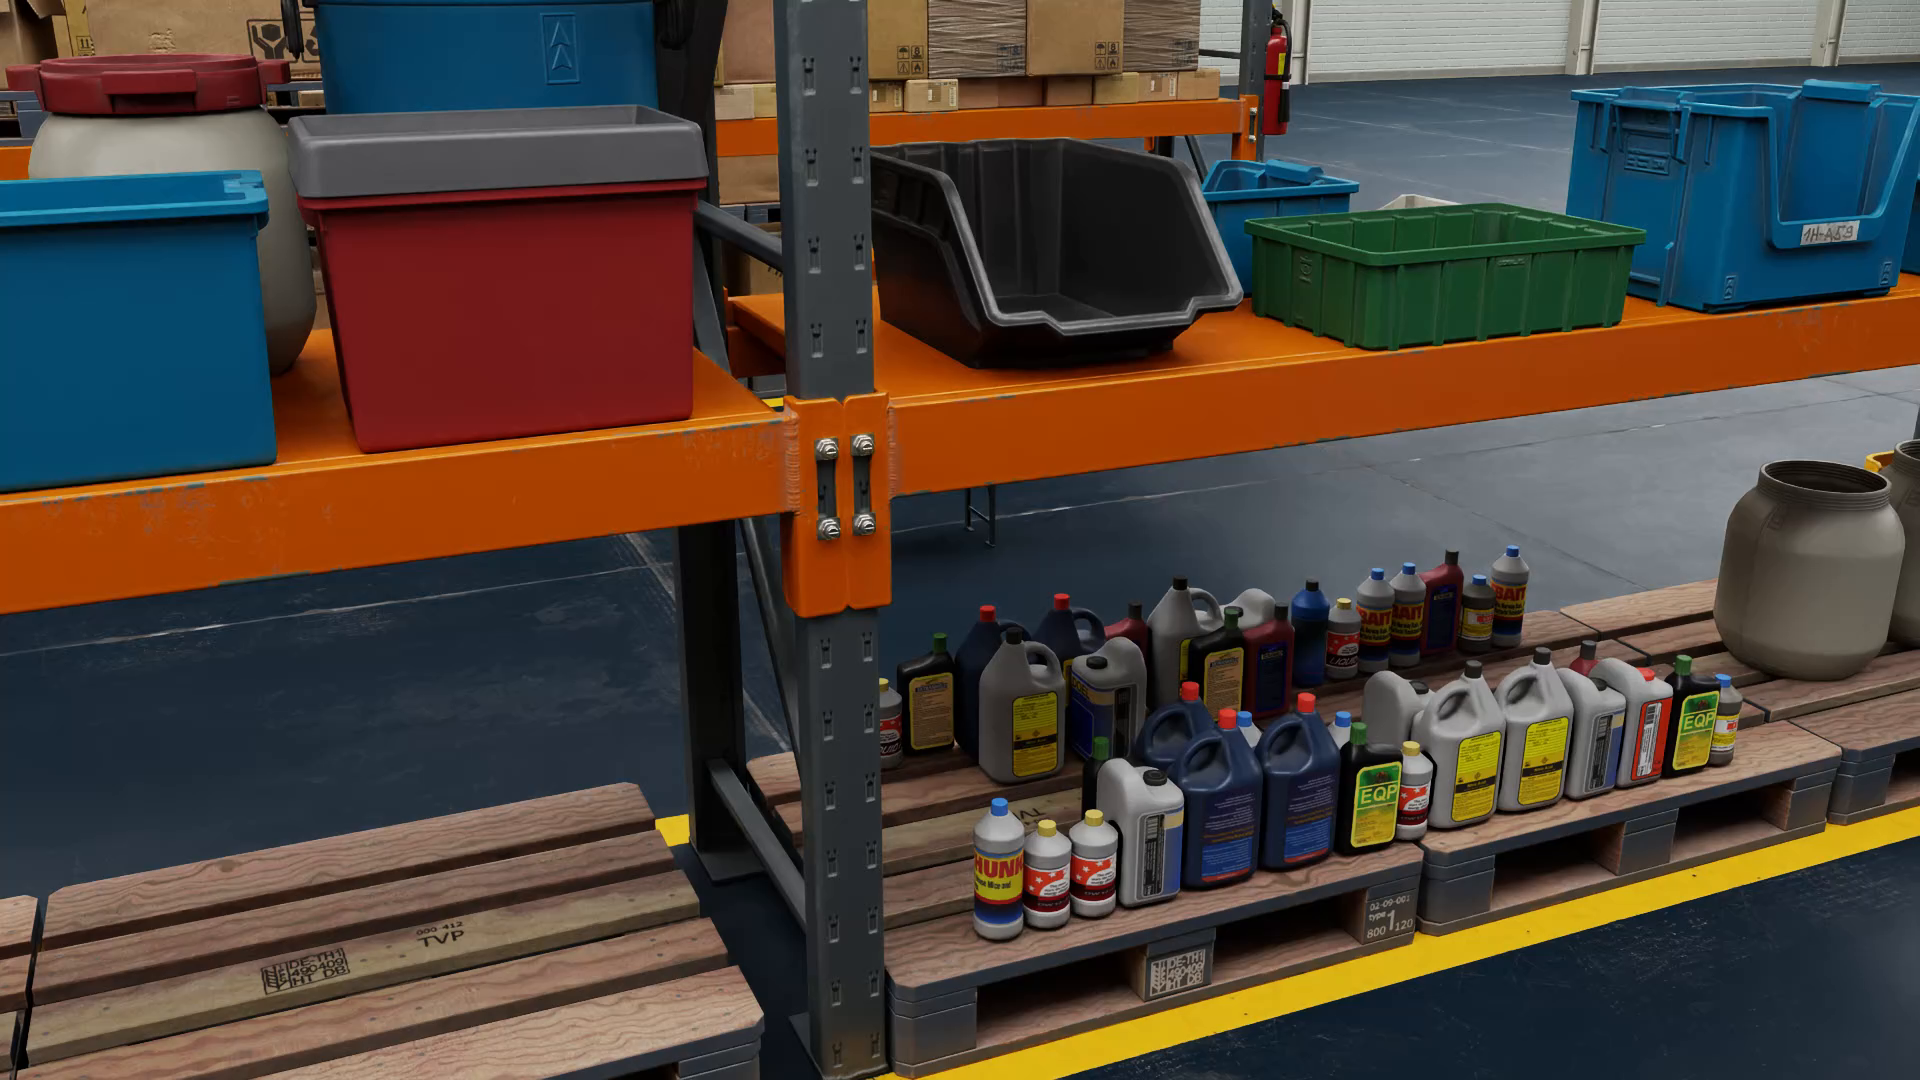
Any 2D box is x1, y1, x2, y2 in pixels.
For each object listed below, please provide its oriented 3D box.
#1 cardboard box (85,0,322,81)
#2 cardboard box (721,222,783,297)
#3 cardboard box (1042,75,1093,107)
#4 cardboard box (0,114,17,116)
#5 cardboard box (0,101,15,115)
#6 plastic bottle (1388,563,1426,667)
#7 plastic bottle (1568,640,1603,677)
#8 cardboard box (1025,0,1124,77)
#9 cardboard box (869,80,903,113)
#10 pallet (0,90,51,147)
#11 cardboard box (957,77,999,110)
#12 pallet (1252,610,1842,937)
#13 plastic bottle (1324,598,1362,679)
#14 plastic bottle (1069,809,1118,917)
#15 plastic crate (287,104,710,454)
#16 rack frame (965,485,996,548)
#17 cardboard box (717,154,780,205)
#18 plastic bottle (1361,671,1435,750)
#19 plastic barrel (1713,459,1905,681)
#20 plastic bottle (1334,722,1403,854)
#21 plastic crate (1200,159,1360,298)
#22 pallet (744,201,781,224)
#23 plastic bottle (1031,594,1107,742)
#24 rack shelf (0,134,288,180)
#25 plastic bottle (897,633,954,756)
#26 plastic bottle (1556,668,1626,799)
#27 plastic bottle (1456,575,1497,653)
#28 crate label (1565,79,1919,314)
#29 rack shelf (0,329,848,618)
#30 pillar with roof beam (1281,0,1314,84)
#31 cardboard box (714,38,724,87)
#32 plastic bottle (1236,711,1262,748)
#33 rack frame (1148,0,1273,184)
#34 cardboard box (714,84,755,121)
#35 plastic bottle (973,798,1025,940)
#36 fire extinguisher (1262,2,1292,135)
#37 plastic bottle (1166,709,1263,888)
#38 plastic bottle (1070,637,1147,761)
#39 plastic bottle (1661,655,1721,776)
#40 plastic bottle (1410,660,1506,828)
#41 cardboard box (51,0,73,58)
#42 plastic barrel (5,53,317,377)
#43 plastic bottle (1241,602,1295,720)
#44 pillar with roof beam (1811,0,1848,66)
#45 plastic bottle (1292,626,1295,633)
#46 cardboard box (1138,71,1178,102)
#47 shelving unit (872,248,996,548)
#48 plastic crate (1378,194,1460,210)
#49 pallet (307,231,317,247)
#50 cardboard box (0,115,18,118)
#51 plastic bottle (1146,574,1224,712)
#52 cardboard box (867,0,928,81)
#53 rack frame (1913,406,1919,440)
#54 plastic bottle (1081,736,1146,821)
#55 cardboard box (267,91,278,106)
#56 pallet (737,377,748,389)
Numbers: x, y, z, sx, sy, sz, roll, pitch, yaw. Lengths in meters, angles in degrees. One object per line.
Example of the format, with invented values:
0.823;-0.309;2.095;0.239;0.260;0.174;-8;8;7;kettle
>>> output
-3.139;-2.479;7.010;1.000;1.000;1.000;-8;21;-22;cardboard box
-0.909;-1.302;8.336;0.500;0.500;0.500;-10;22;-27;cardboard box
0.465;-2.258;8.295;0.250;0.149;0.380;-8;21;-22;cardboard box
-8.755;-3.685;15.296;0.625;0.372;0.950;-9;21;-23;cardboard box
-11.343;-5.225;19.287;0.625;0.625;0.875;-7;21;-20;cardboard box
1.178;0.192;4.405;0.097;0.271;0.097;0;19;0;plastic bottle
1.483;0.366;3.894;0.133;0.283;0.061;-8;21;-22;plastic bottle
0.392;-2.607;8.311;0.500;0.500;0.875;-8;21;-22;cardboard box
-0.454;-2.126;7.922;0.250;0.149;0.380;-8;21;-22;cardboard box
-4.225;-1.716;6.668;1.213;0.211;1.003;-8;21;-22;pallet
-0.002;-2.198;8.125;0.250;0.149;0.380;-8;21;-22;cardboard box
1.363;0.529;4.203;1.213;0.211;1.003;-8;21;-22;pallet
0.995;0.252;4.342;0.097;0.201;0.097;0;19;0;plastic bottle
0.261;0.628;3.273;0.097;0.201;0.097;0;19;0;plastic bottle
-0.715;-0.422;2.609;0.583;0.464;0.402;-8;21;-22;plastic crate
0.072;-0.576;5.852;0.015;1.200;0.240;-8;21;-22;rack frame
-1.956;-3.082;12.825;0.875;0.875;0.875;-9;21;-23;cardboard box
0.996;0.426;3.735;0.135;0.276;0.152;-8;21;-22;plastic bottle
2.247;0.076;4.404;0.421;0.512;0.421;0;19;0;plastic barrel
0.855;0.511;3.482;0.133;0.283;0.061;-7;21;-20;plastic bottle
0.517;-0.708;3.739;0.616;0.251;0.499;-8;21;-22;plastic crate
-1.256;-2.667;13.280;1.213;0.211;1.003;-8;21;-22;pallet
0.262;0.295;3.994;0.185;0.351;0.144;-9;21;-25;plastic bottle
-4.190;-1.457;6.728;4.000;0.370;1.077;-8;21;-22;rack shelf
-0.081;0.361;3.909;0.133;0.283;0.061;-7;21;-19;plastic bottle
1.399;0.420;3.751;0.135;0.276;0.152;-9;21;-23;plastic bottle
1.398;0.194;4.506;0.097;0.201;0.097;0;19;0;plastic bottle
1.698;-0.768;3.632;0.616;0.435;0.502;-8;21;-22;crate label
-2.228;0.053;2.438;4.000;0.370;1.077;-8;21;-22;rack shelf
7.152;-10.400;22.009;0.400;9.000;9.100;-8;21;-22;pillar with roof beam
-1.443;-2.343;7.560;0.500;0.500;0.875;-8;21;-22;cardboard box
0.599;0.495;3.547;0.097;0.271;0.097;0;19;0;plastic bottle
1.319;-2.586;8.850;0.127;3.000;1.000;-8;21;-22;rack frame
-1.112;-2.004;7.576;0.250;0.149;0.380;-8;21;-22;cardboard box
0.074;0.622;3.185;0.097;0.271;0.097;0;19;0;plastic bottle
1.607;-2.424;8.506;0.183;0.674;0.296;-8;21;-22;fire extinguisher
0.514;0.513;3.375;0.185;0.351;0.144;-8;21;-20;plastic bottle
0.343;0.372;3.888;0.135;0.276;0.152;-8;21;-22;plastic bottle
1.668;0.394;3.813;0.133;0.283;0.061;-8;21;-21;plastic bottle
1.077;0.432;3.604;0.185;0.351;0.144;-8;21;-22;plastic bottle
-5.992;-3.282;10.676;0.500;0.500;0.500;-8;21;-22;cardboard box
-1.357;-0.554;2.876;0.433;0.535;0.433;0;19;0;plastic barrel
0.752;0.296;4.092;0.133;0.283;0.061;-8;21;-22;plastic bottle
18.170;-11.979;26.493;0.400;9.000;9.100;-8;21;-22;pillar with roof beam
0.807;0.279;4.265;0.097;0.201;0.097;0;19;0;plastic bottle
0.909;-2.334;8.513;0.250;0.149;0.380;-8;21;-22;cardboard box
-0.152;-0.544;5.761;0.503;1.200;0.258;-8;21;-22;shelving unit
0.999;-0.716;3.935;0.437;0.136;0.530;-8;21;-22;plastic crate
-4.904;-2.146;11.798;1.213;0.211;1.003;-8;21;-22;pallet
-6.502;-2.365;10.977;0.750;0.750;1.050;-8;21;-21;cardboard box
0.558;0.252;4.115;0.185;0.351;0.144;-8;21;-22;plastic bottle
-0.548;-2.492;7.985;0.500;0.500;0.875;-8;21;-22;cardboard box
3.281;-1.076;4.560;0.127;3.000;1.000;-8;21;-22;rack frame
0.318;0.533;3.420;0.133;0.283;0.061;-8;21;-22;plastic bottle
-8.723;-5.601;20.356;0.625;0.625;0.875;-7;21;-20;cardboard box
-1.751;-0.844;8.100;1.213;0.211;1.003;-8;21;-22;pallet
